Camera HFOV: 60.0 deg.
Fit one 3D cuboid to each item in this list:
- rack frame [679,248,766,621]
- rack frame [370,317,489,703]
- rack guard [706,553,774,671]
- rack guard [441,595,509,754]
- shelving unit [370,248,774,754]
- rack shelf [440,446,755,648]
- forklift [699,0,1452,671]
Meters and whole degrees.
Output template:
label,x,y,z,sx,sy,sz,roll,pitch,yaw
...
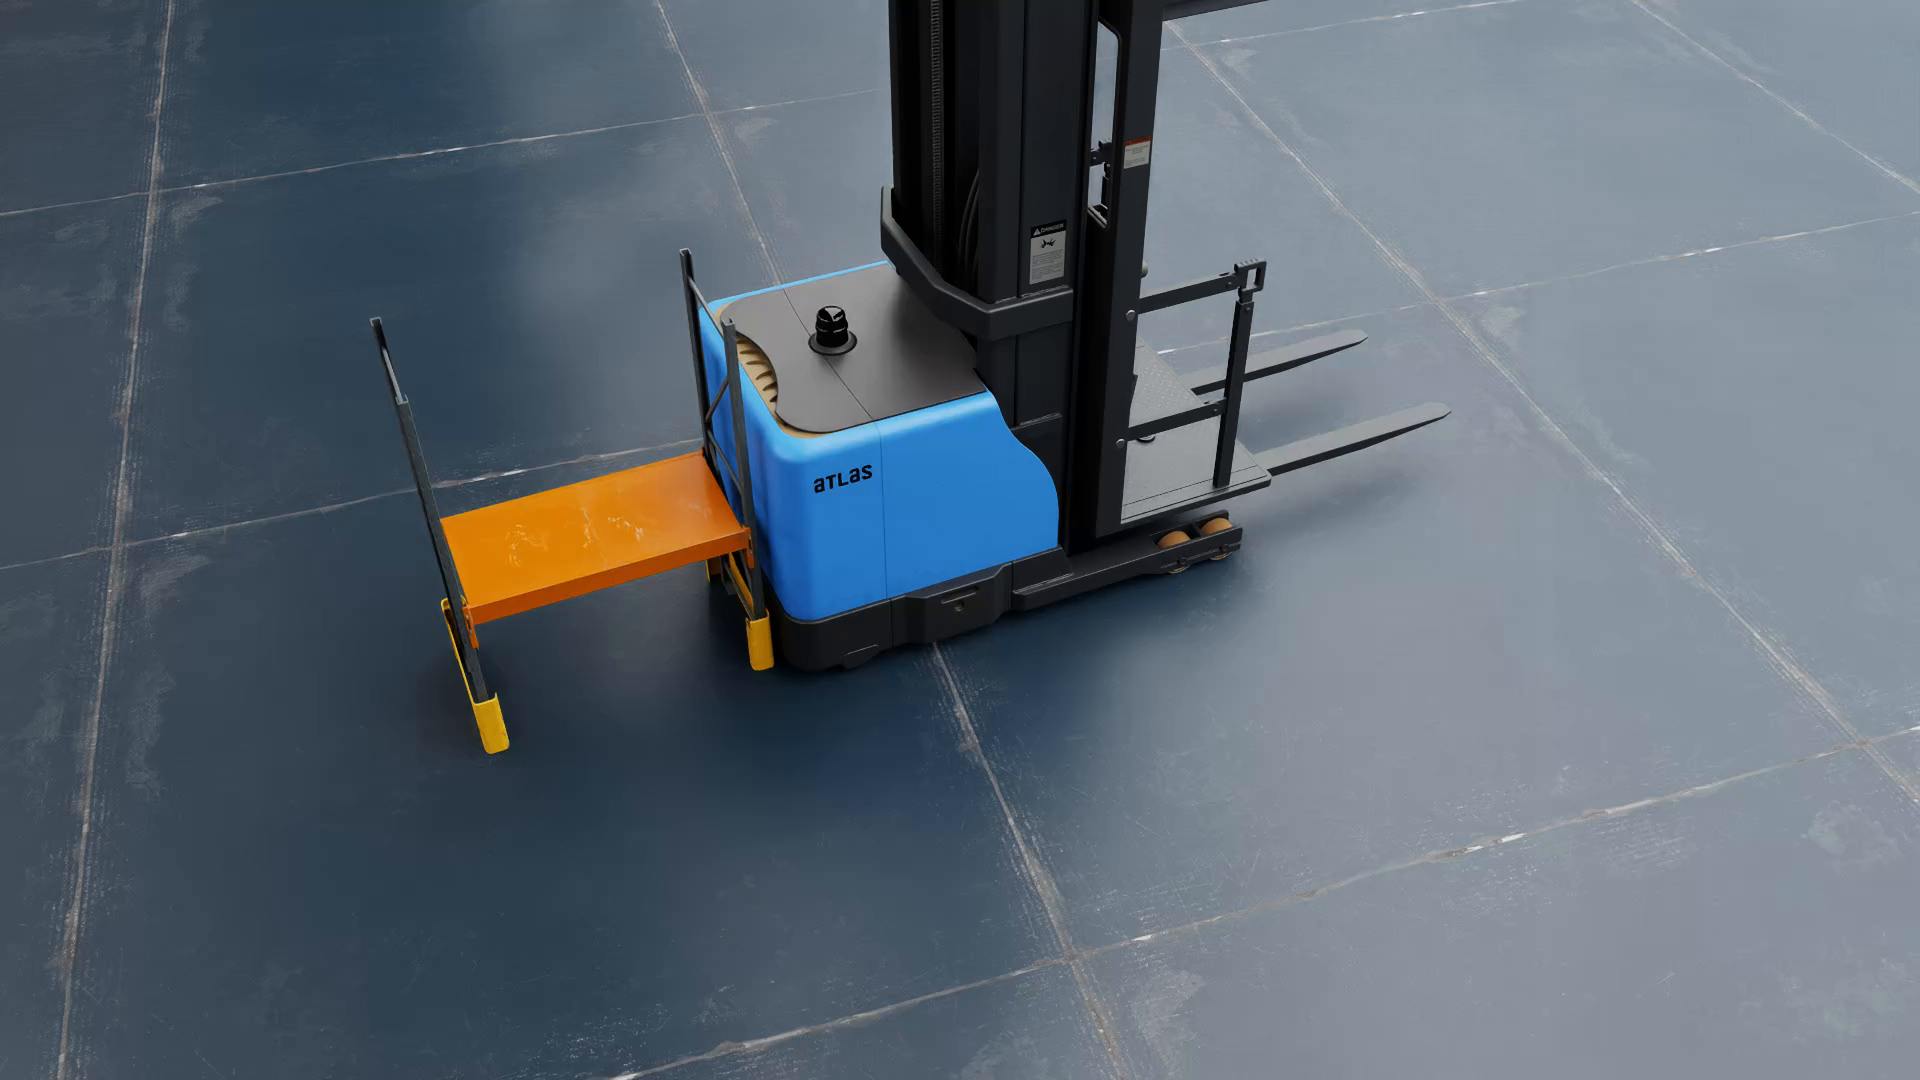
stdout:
label,x,y,z,sx,sy,sz,roll,pitch,yaw
rack frame,-0.828,-0.265,5.913,0.032,1.500,0.500,-16,44,-18
rack frame,-1.755,0.010,5.599,0.032,1.500,0.500,-16,44,-18
rack guard,-0.845,0.211,6.318,0.087,0.250,0.587,-16,44,-18
rack guard,-1.754,0.480,6.010,0.087,0.250,0.587,-16,44,-18
shelving unit,-1.300,-0.125,5.753,1.083,1.500,0.587,-16,44,-18
rack shelf,-1.291,0.008,5.874,1.000,0.185,0.538,-16,44,-18
forklift,0.567,-1.273,5.979,3.031,2.935,1.130,-17,44,-18
